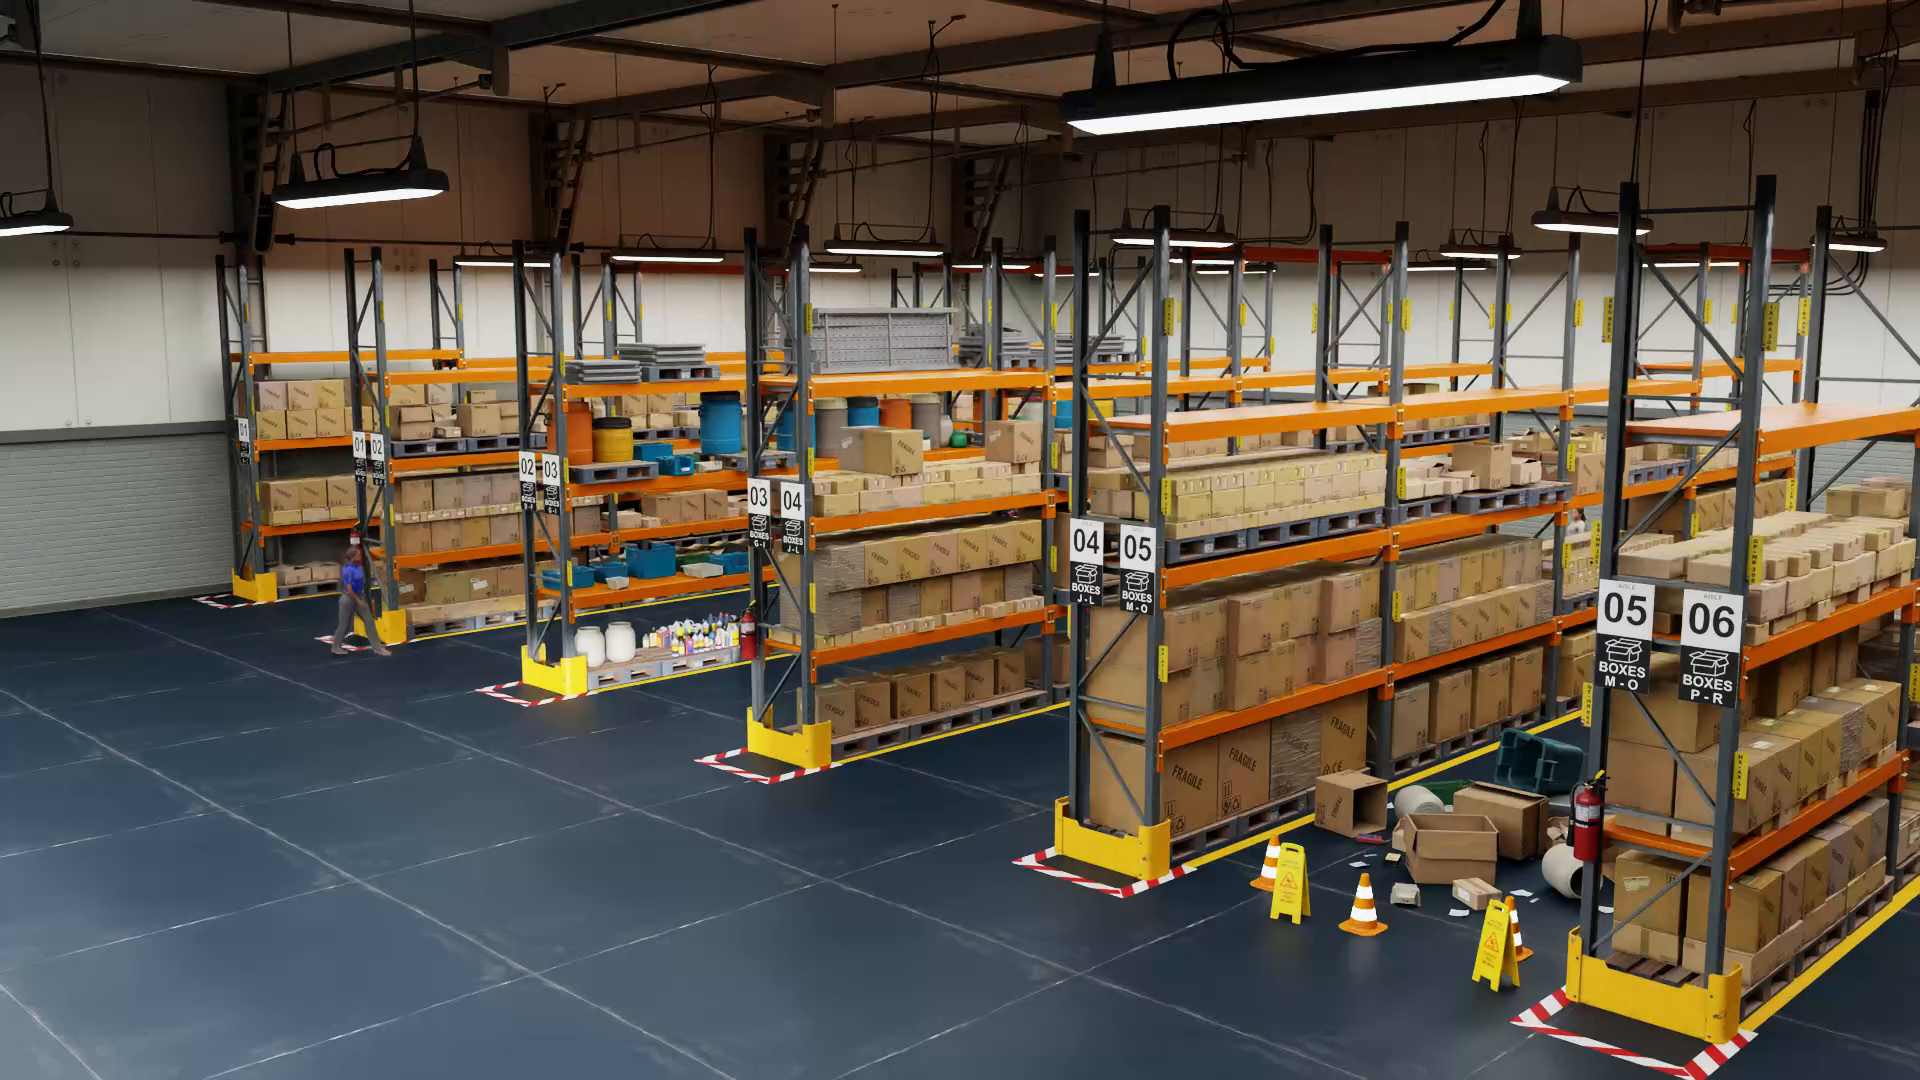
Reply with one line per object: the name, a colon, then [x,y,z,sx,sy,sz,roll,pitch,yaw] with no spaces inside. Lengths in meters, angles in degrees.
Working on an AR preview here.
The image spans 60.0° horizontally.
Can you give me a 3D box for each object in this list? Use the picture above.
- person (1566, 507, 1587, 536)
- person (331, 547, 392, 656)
person: [10.765,0.222,29.092,0.427,1.673,0.446,3,9,20]
person: [-8.870,0.903,24.436,0.929,1.618,0.443,3,9,22]
